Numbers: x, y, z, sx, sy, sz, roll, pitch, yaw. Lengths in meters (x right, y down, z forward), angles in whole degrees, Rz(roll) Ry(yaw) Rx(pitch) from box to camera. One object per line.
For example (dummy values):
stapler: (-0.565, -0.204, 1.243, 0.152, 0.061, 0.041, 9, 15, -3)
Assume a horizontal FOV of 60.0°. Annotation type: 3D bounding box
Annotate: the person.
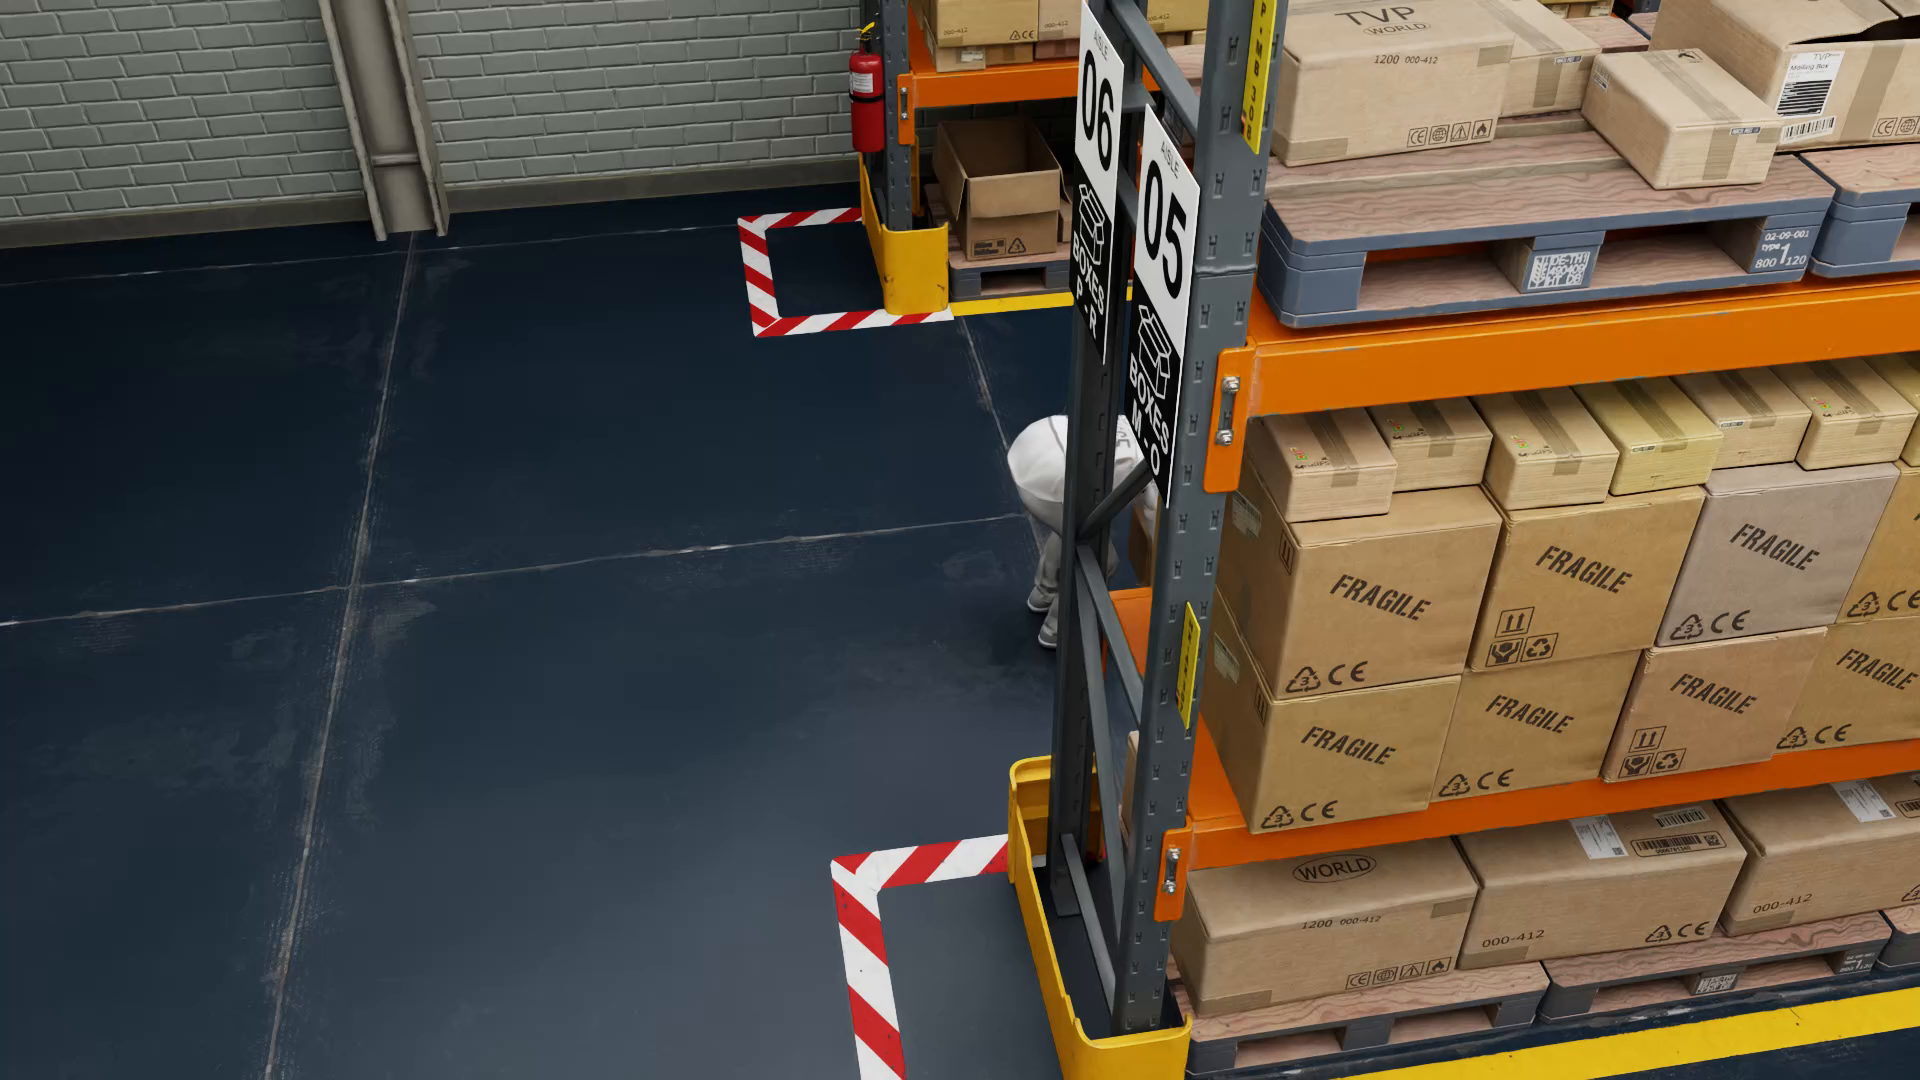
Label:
person: (0.647, -0.068, 6.758, 0.921, 1.014, 0.429, -8, 40, -10)
